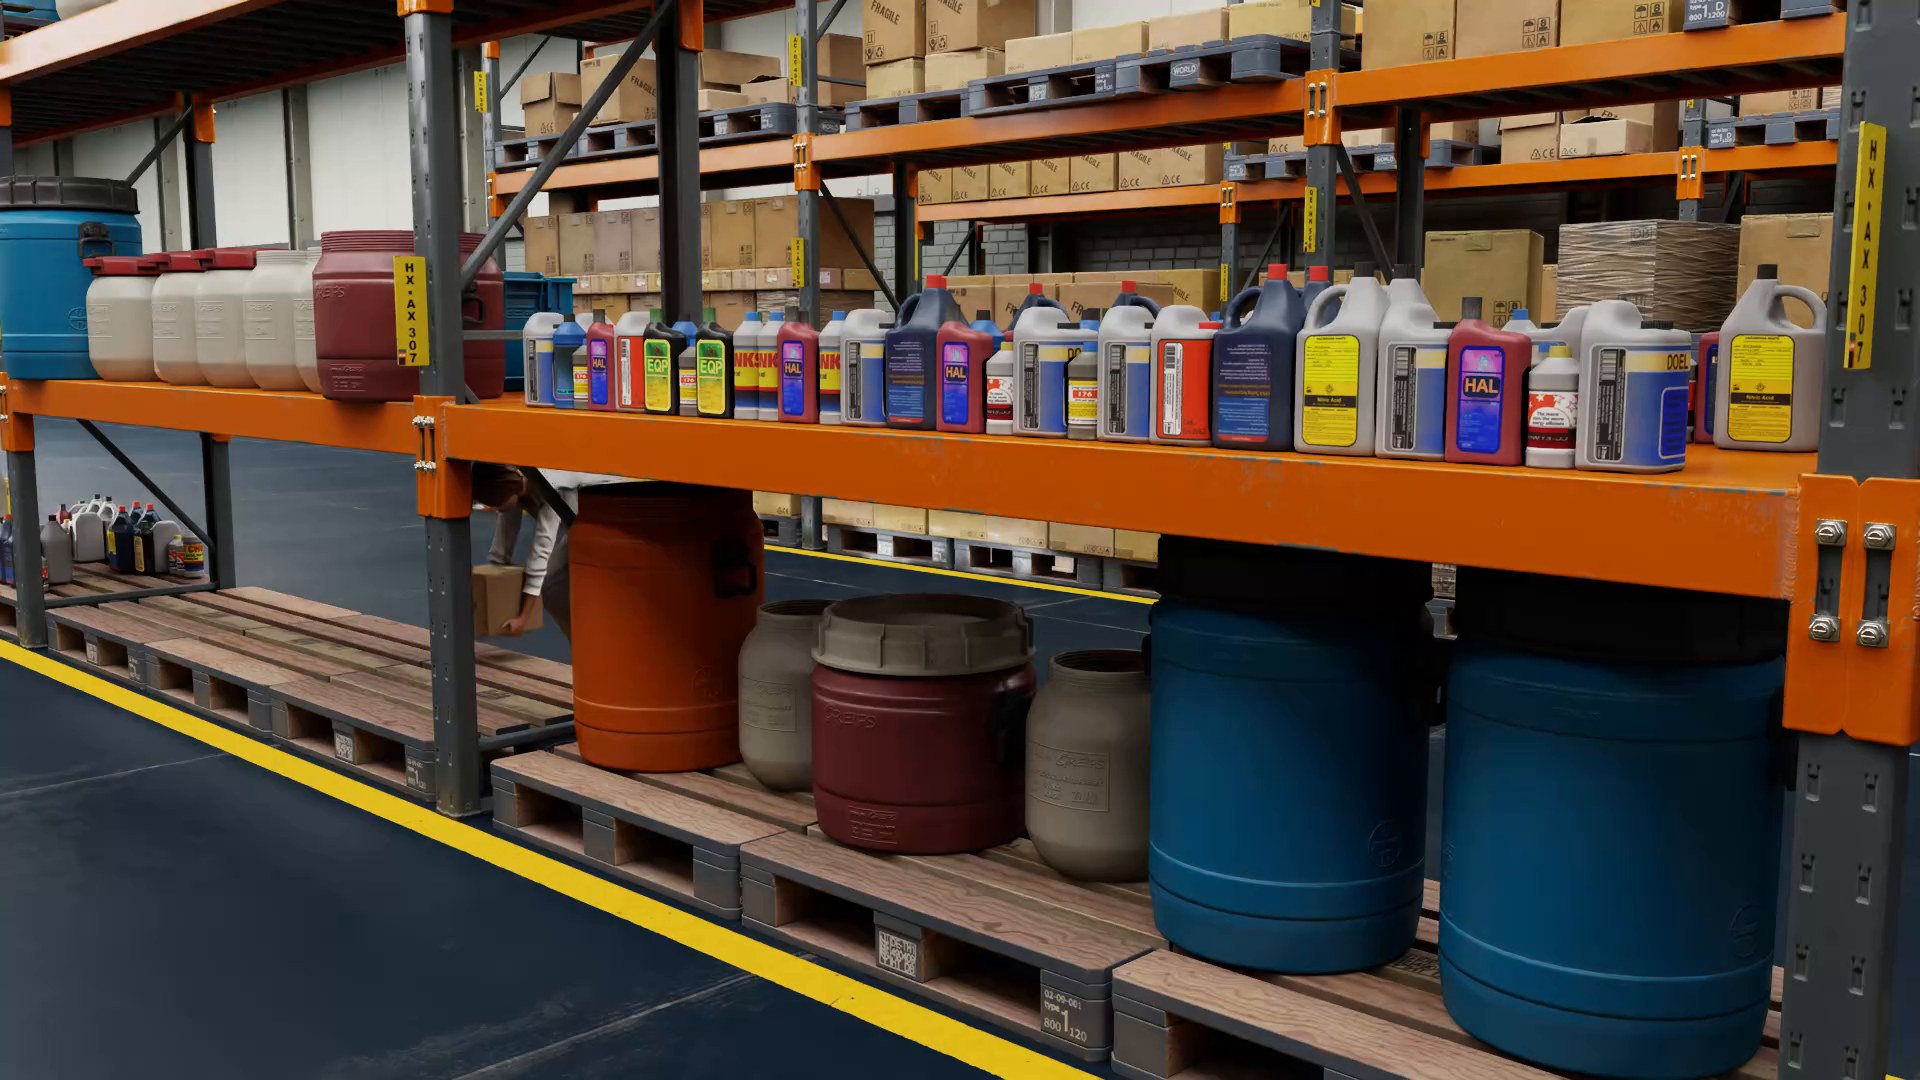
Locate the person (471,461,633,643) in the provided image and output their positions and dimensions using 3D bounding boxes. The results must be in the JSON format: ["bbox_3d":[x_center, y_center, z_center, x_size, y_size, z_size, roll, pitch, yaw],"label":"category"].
[{"bbox_3d":[-1.650,0.145,6.900,0.418,1.036,0.851,6,10,40],"label":"person"}]
